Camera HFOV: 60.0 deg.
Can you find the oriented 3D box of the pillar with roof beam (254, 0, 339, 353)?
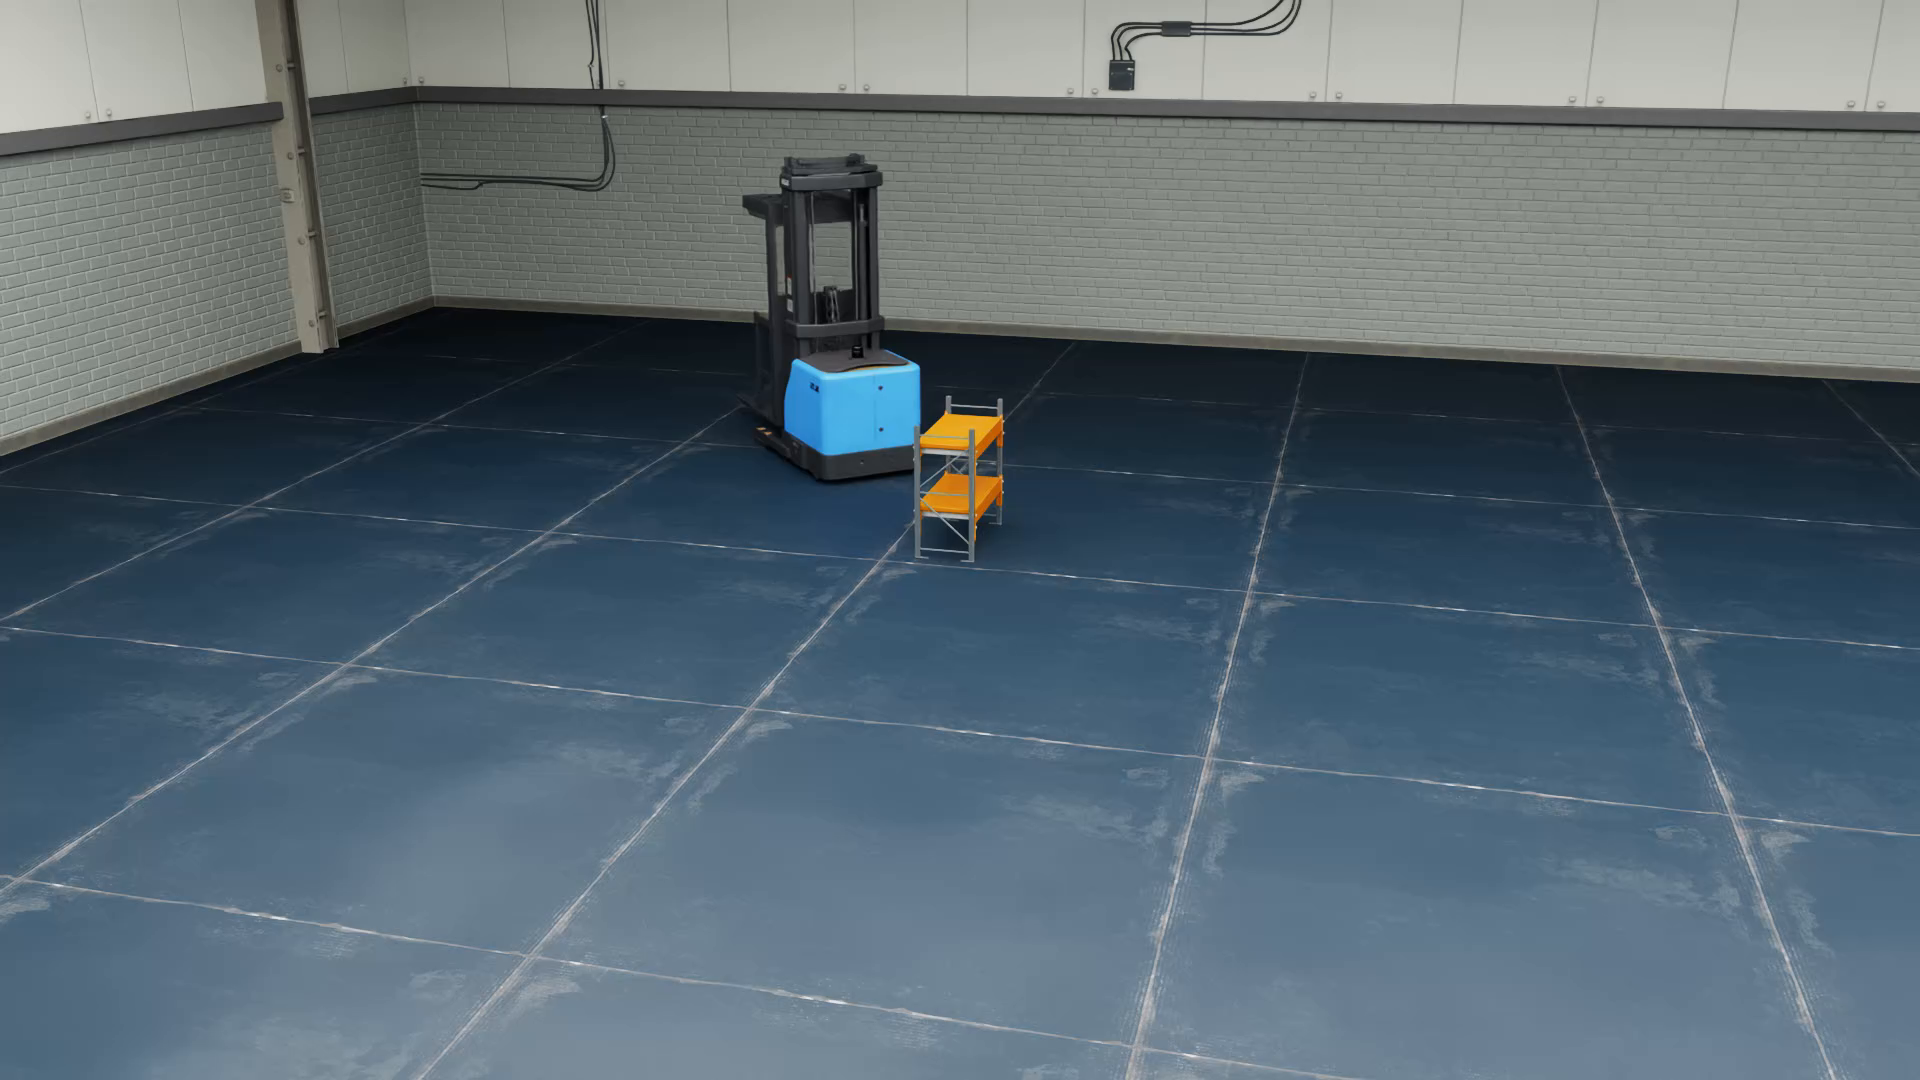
[{"bbox_3d":[-4.048,-6.366,18.904,9.100,9.000,0.400,5,19,13],"label":"pillar with roof beam"}]

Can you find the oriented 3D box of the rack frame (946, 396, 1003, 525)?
[{"bbox_3d":[0.123,-0.690,14.466,0.500,1.125,0.032,5,19,13],"label":"rack frame"}]

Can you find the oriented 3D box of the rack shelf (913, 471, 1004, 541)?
[{"bbox_3d":[-0.002,-0.299,14.079,0.538,0.278,1.000,5,19,13],"label":"rack shelf"}]

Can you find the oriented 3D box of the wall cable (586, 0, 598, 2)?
[{"bbox_3d":[-3.597,-8.232,21.357,3.097,2.526,0.112,5,19,13],"label":"wall cable"}]

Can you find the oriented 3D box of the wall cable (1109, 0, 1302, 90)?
[{"bbox_3d":[2.982,-8.380,19.537,2.305,6.003,0.169,5,19,13],"label":"wall cable"}]

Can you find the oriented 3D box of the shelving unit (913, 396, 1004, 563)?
[{"bbox_3d":[-0.002,-0.530,14.000,0.538,1.125,1.048,5,19,13],"label":"shelving unit"}]

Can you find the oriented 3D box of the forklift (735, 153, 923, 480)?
[{"bbox_3d":[-1.476,-2.382,16.627,1.130,2.935,3.031,-9,21,-25],"label":"forklift"}]

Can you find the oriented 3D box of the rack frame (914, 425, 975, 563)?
[{"bbox_3d":[-0.126,-0.371,13.533,0.500,1.125,0.032,5,19,13],"label":"rack frame"}]

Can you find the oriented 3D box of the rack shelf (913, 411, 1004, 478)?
[{"bbox_3d":[-0.002,-0.807,13.905,0.538,0.278,1.000,5,19,13],"label":"rack shelf"}]

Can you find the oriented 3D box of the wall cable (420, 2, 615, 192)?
[{"bbox_3d":[-6.220,-6.056,22.799,3.097,2.526,0.112,5,19,13],"label":"wall cable"}]
